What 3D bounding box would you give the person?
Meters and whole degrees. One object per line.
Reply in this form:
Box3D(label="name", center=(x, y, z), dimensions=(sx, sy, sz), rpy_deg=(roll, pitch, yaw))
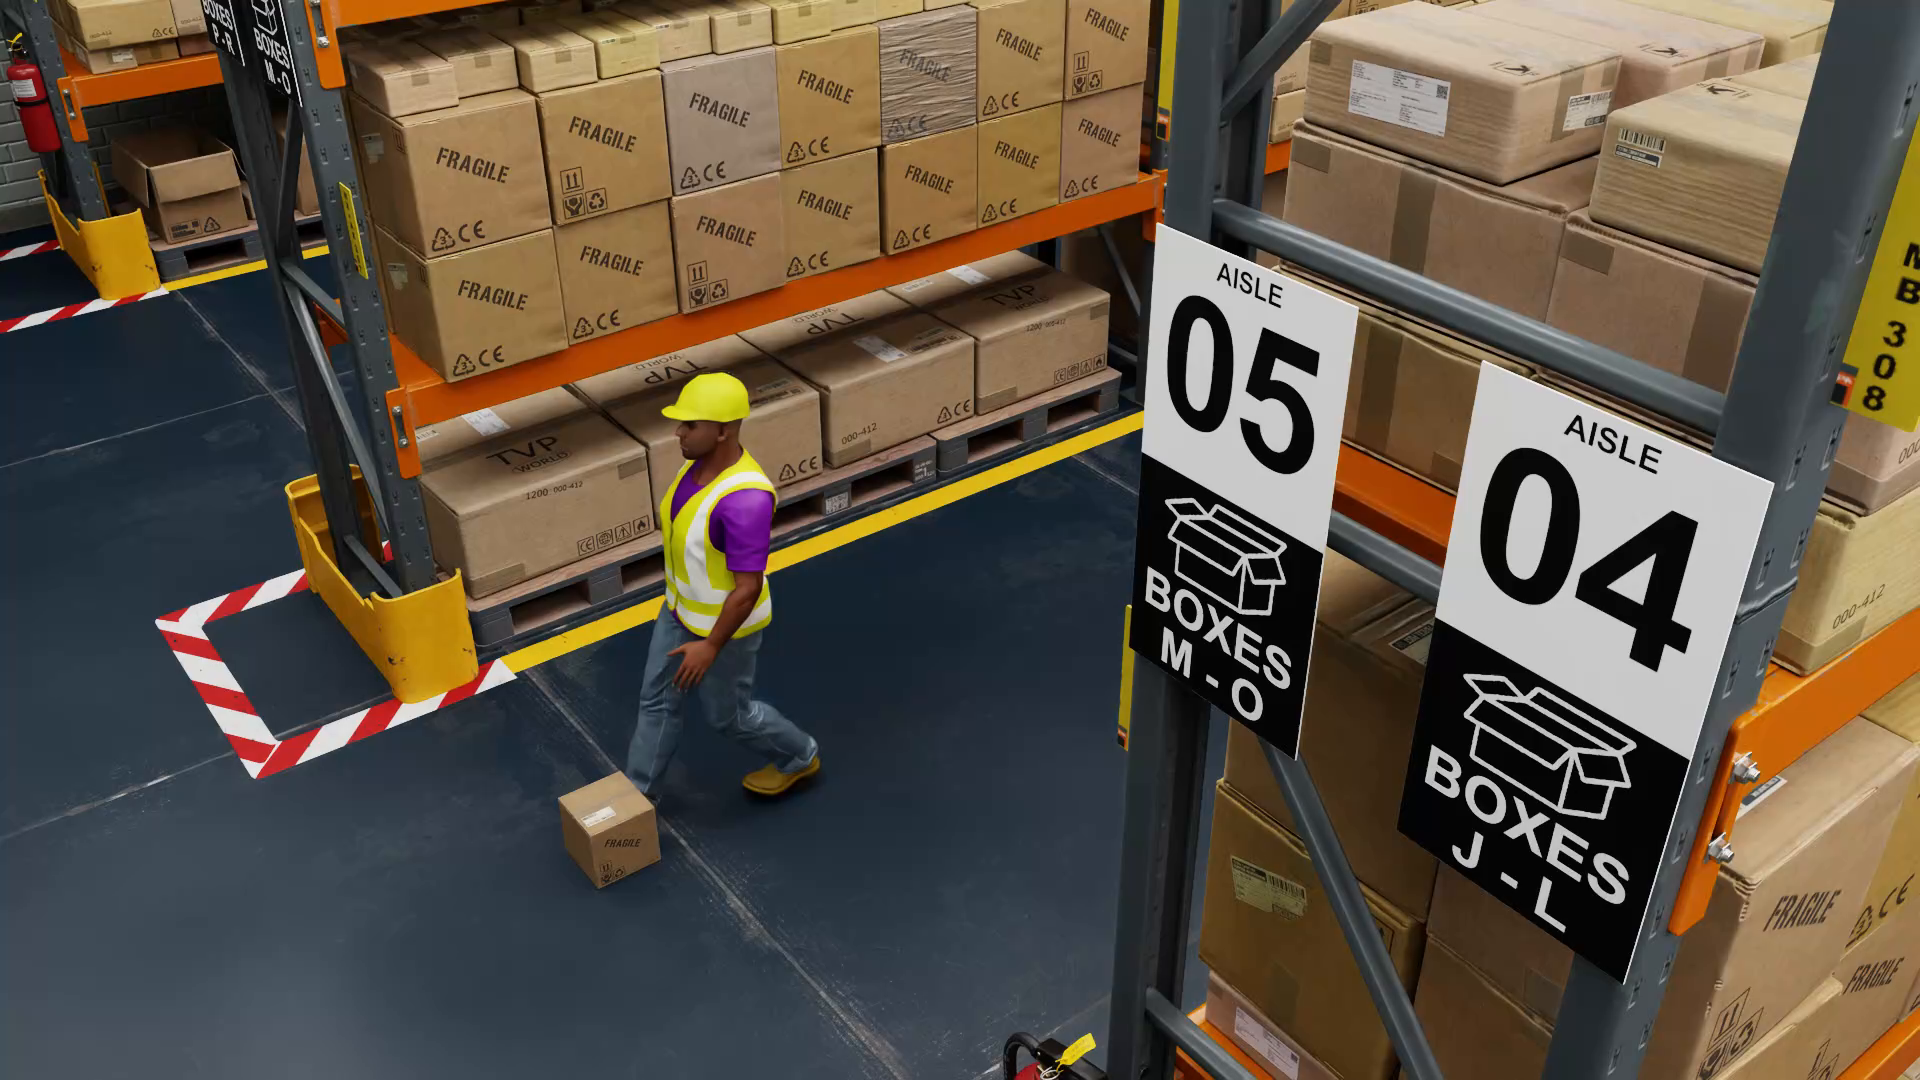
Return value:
Box3D(label="person", center=(-0.958, 0.273, 5.704), dimensions=(0.945, 1.706, 0.621), rpy_deg=(-19, 37, -27))
